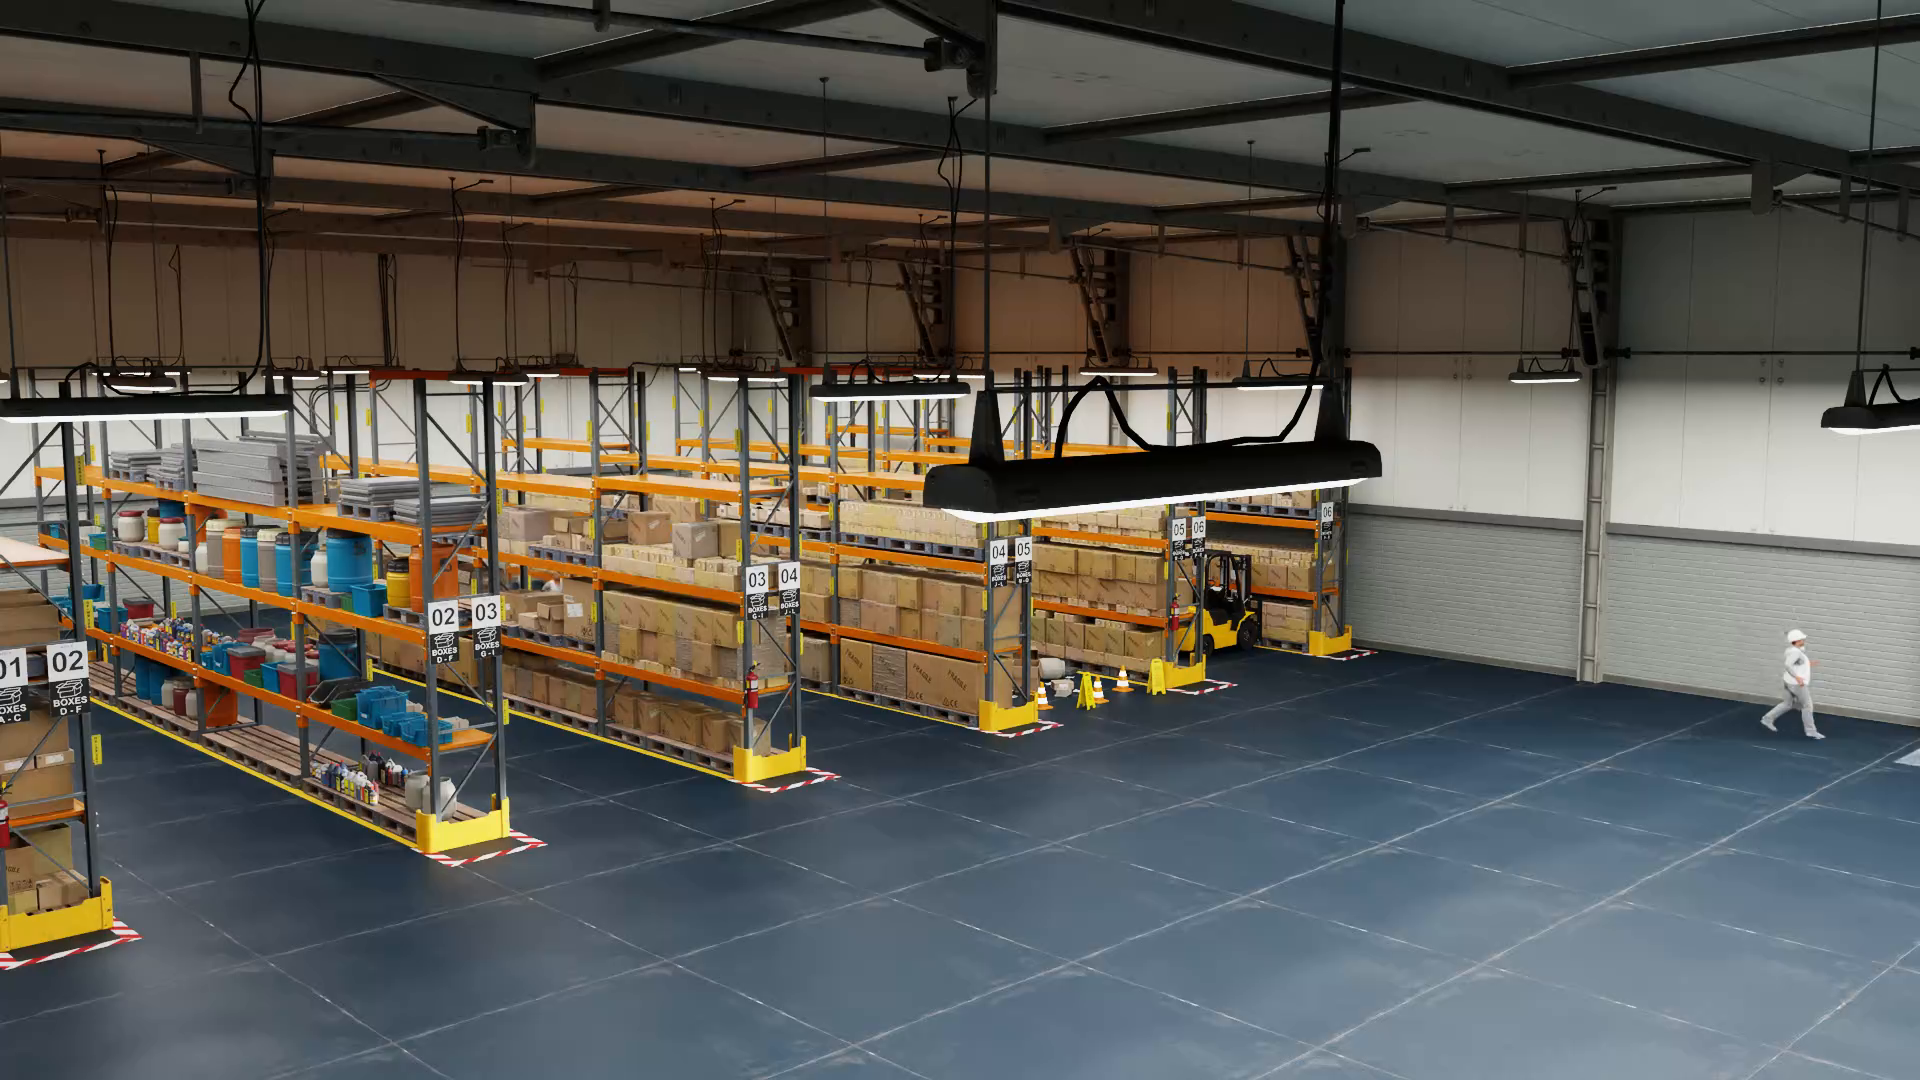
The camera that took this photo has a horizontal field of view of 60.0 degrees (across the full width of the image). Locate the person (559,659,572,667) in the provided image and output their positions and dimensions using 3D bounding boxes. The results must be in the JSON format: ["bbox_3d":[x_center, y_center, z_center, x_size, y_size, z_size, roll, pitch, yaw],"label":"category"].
[{"bbox_3d":[-7.693,1.866,32.616,0.593,1.561,0.512,6,9,41],"label":"person"}]

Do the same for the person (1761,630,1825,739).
[{"bbox_3d":[13.704,2.351,27.266,0.960,1.767,0.652,1,7,10],"label":"person"}]

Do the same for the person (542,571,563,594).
[{"bbox_3d":[-8.524,1.466,35.332,0.643,1.788,0.881,-5,8,-36],"label":"person"}]
